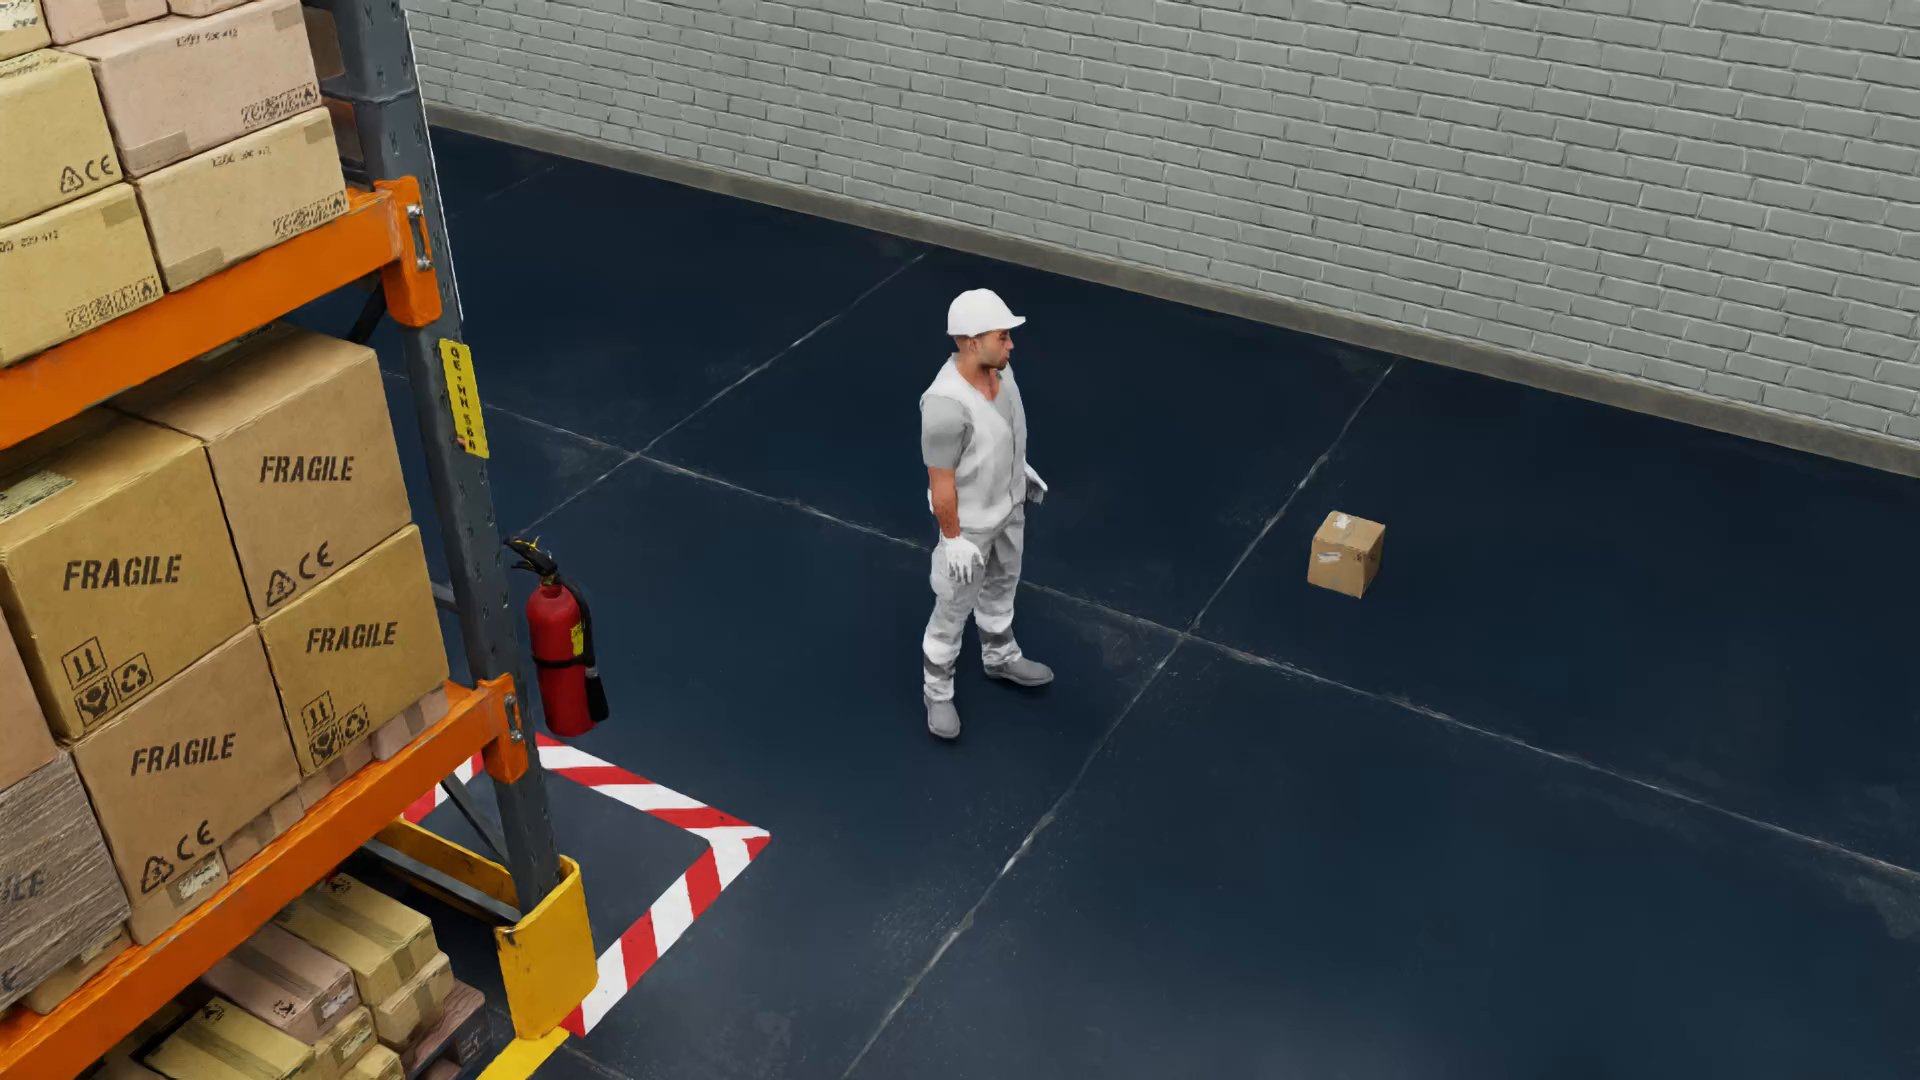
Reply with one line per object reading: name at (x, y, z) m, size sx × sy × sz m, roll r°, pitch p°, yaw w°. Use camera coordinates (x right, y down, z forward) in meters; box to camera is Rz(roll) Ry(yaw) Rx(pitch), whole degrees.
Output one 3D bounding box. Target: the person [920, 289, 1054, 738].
person at (0.105, -0.117, 6.236) m, size 0.418 × 1.792 × 0.665 m, roll 19°, pitch 38°, yaw 25°
